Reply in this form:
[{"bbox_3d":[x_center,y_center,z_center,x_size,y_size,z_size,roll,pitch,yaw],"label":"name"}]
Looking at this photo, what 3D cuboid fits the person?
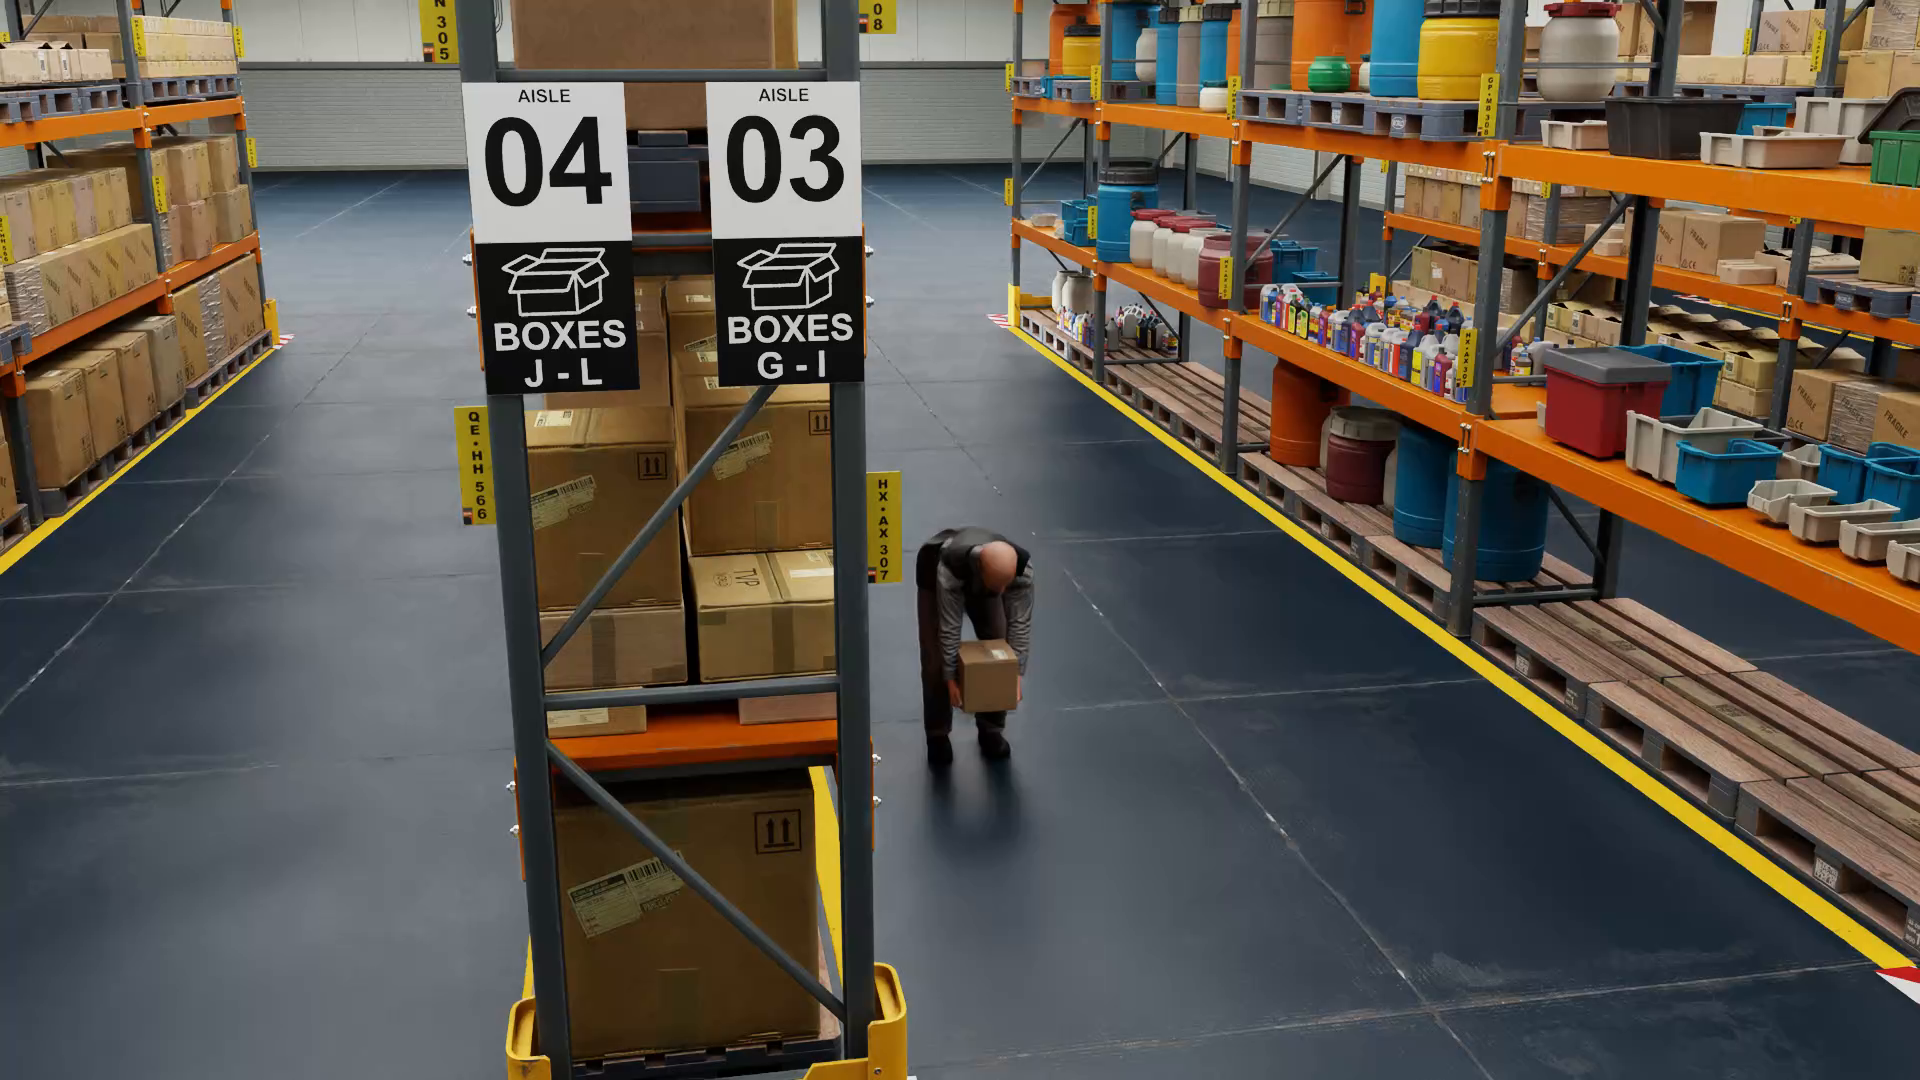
[{"bbox_3d":[0.076,0.495,7.786,0.479,1.216,0.926,-4,17,-13],"label":"person"}]
